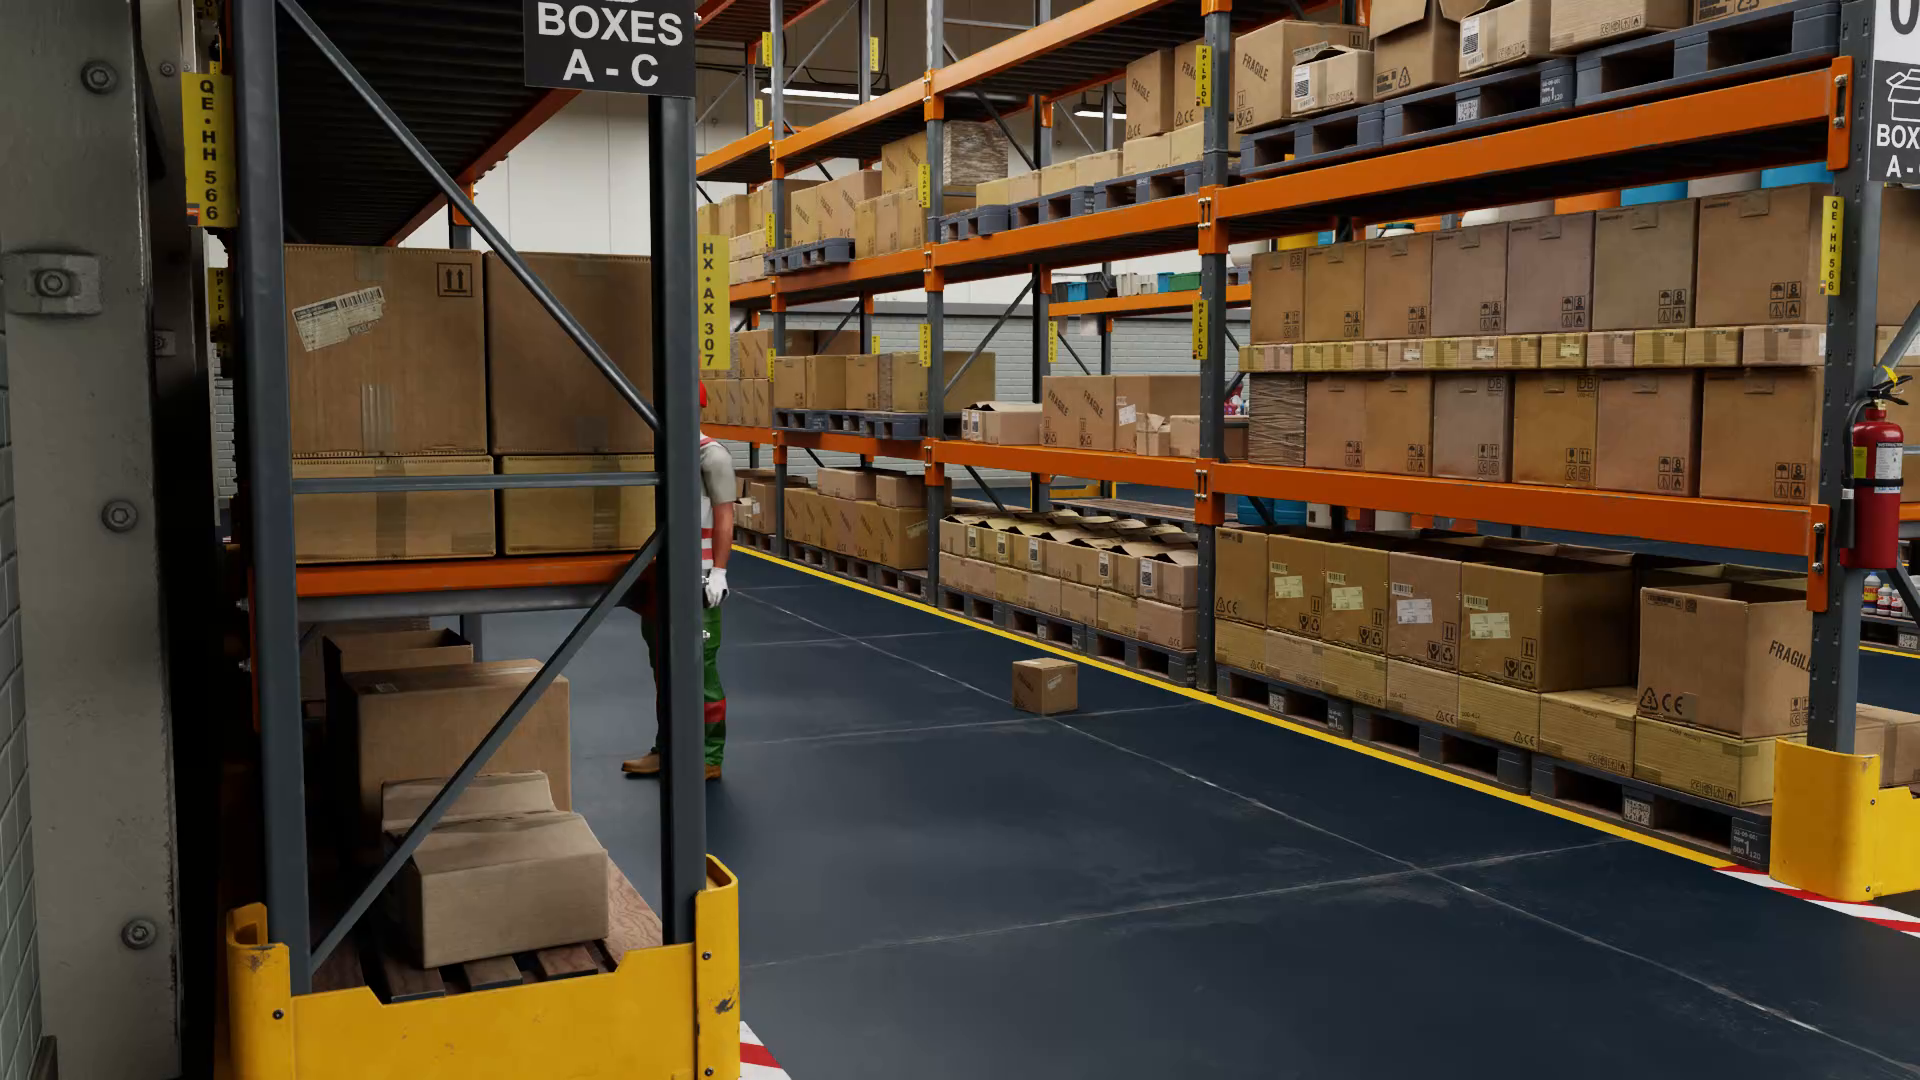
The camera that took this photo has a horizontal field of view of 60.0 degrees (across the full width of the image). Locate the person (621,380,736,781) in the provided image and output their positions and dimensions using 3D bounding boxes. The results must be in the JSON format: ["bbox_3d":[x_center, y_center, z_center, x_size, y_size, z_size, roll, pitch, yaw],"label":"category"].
[{"bbox_3d":[-1.237,0.160,7.307,0.544,1.795,0.349,5,7,40],"label":"person"}]
